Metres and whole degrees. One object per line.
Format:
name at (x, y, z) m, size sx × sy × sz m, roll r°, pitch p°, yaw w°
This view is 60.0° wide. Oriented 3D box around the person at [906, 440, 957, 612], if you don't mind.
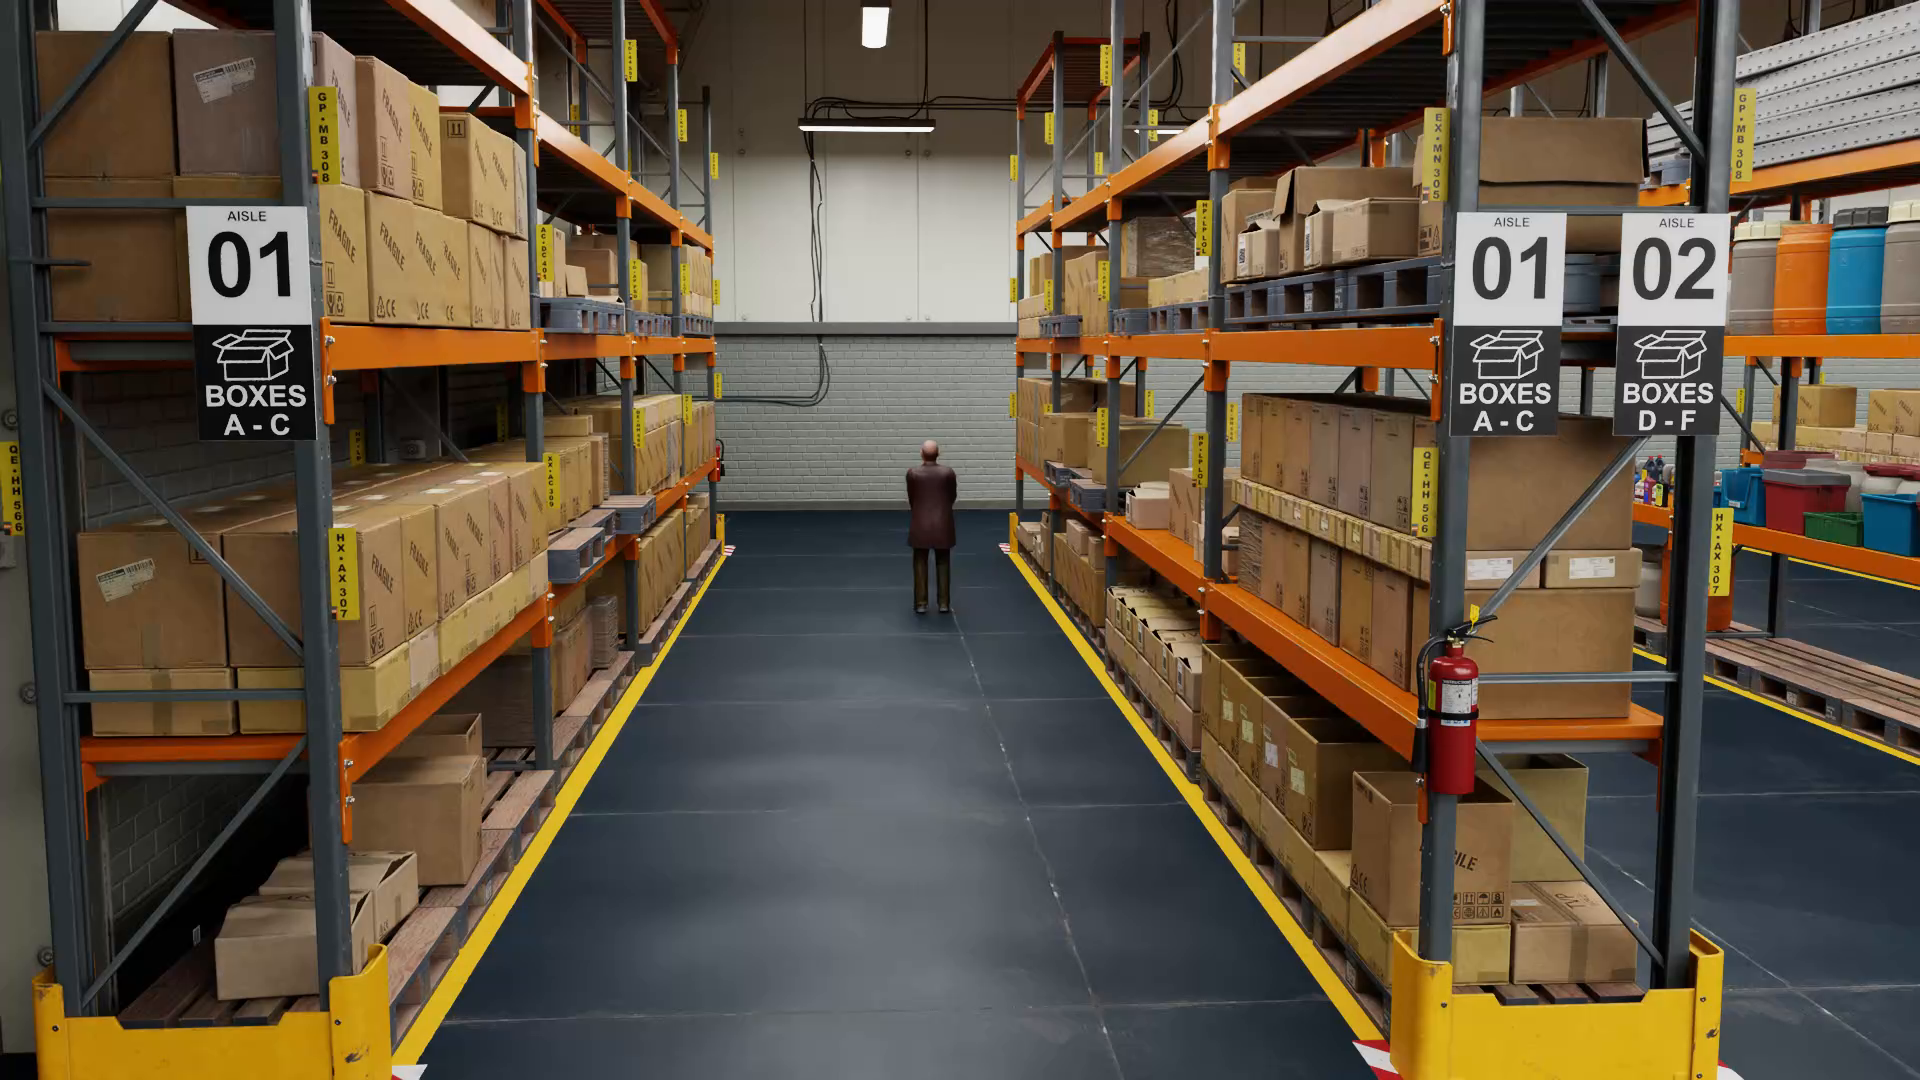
person at (-0.297, -0.155, 17.144) m, size 0.528 × 1.770 × 0.555 m, roll 0°, pitch 7°, yaw -3°
